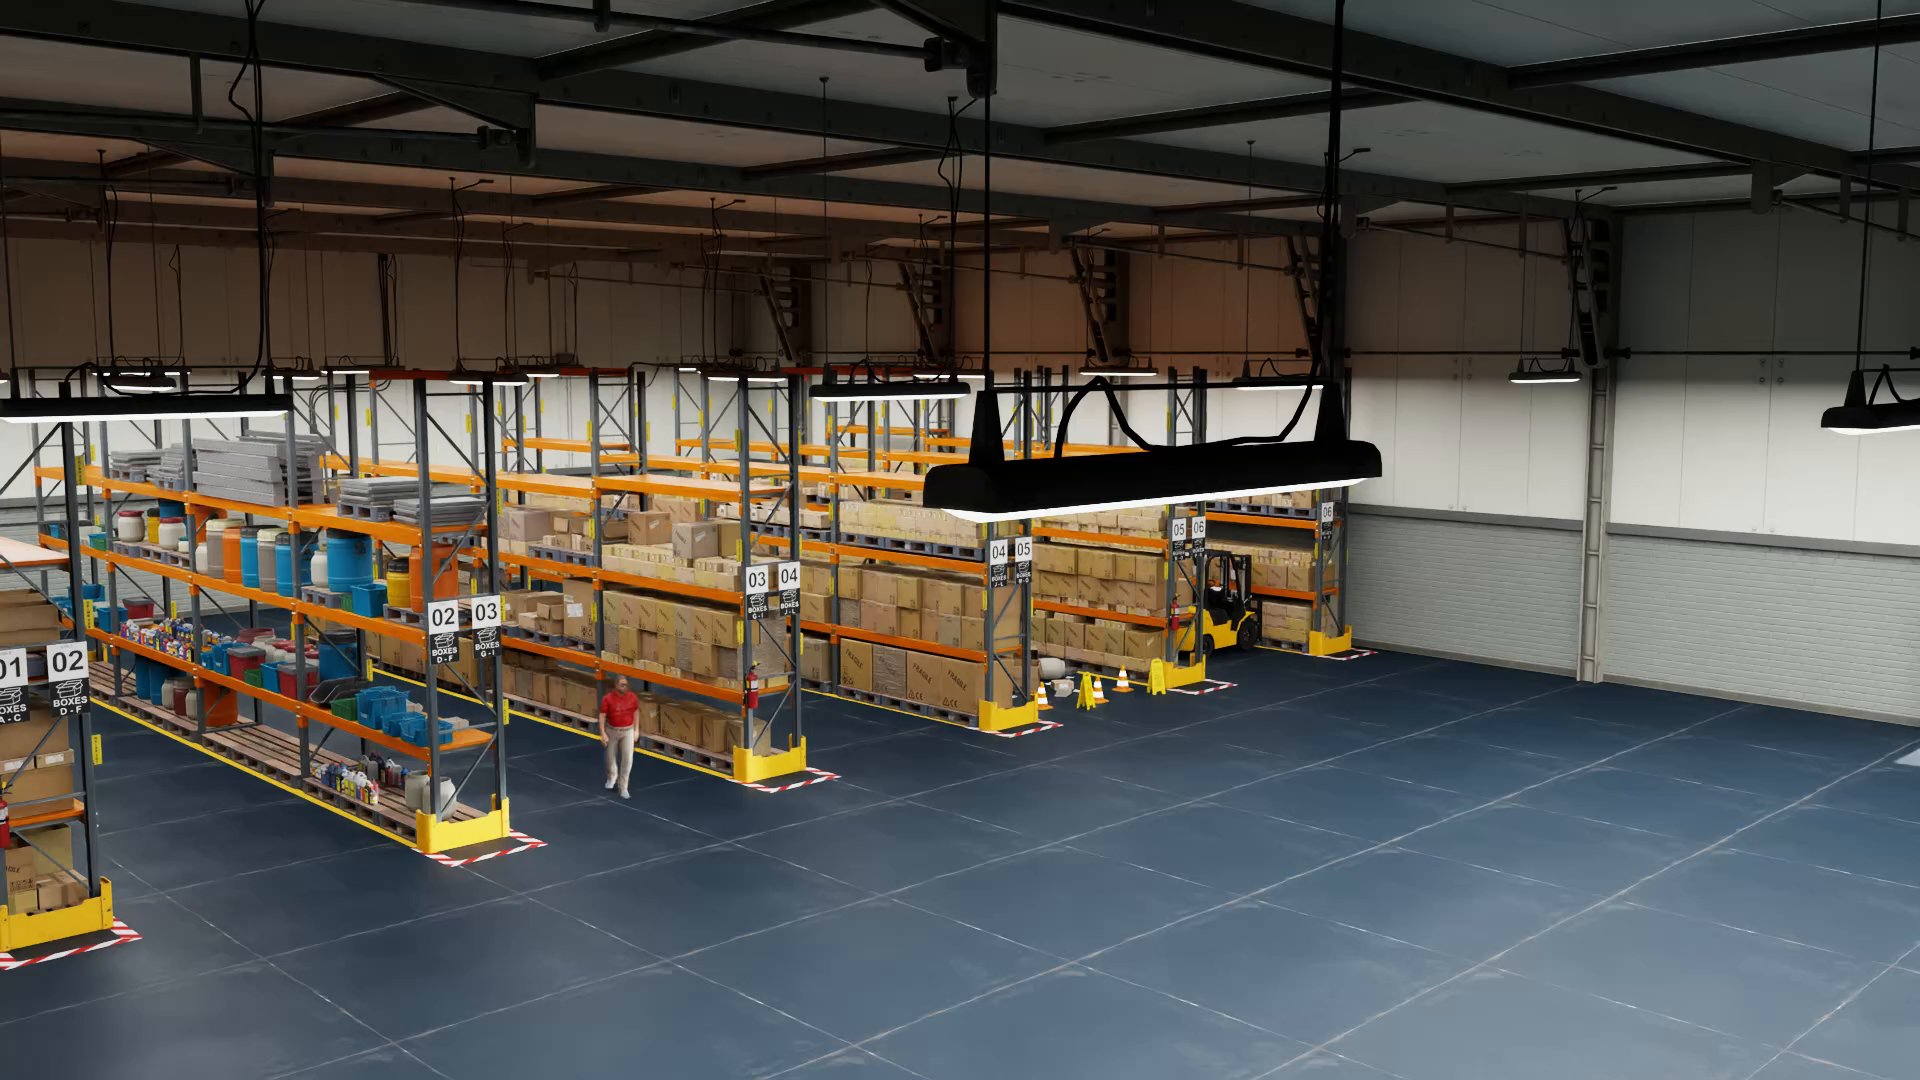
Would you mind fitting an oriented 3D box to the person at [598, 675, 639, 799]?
[{"bbox_3d":[-4.896,2.814,23.907,0.602,1.760,0.729,-3,7,-23],"label":"person"}]
